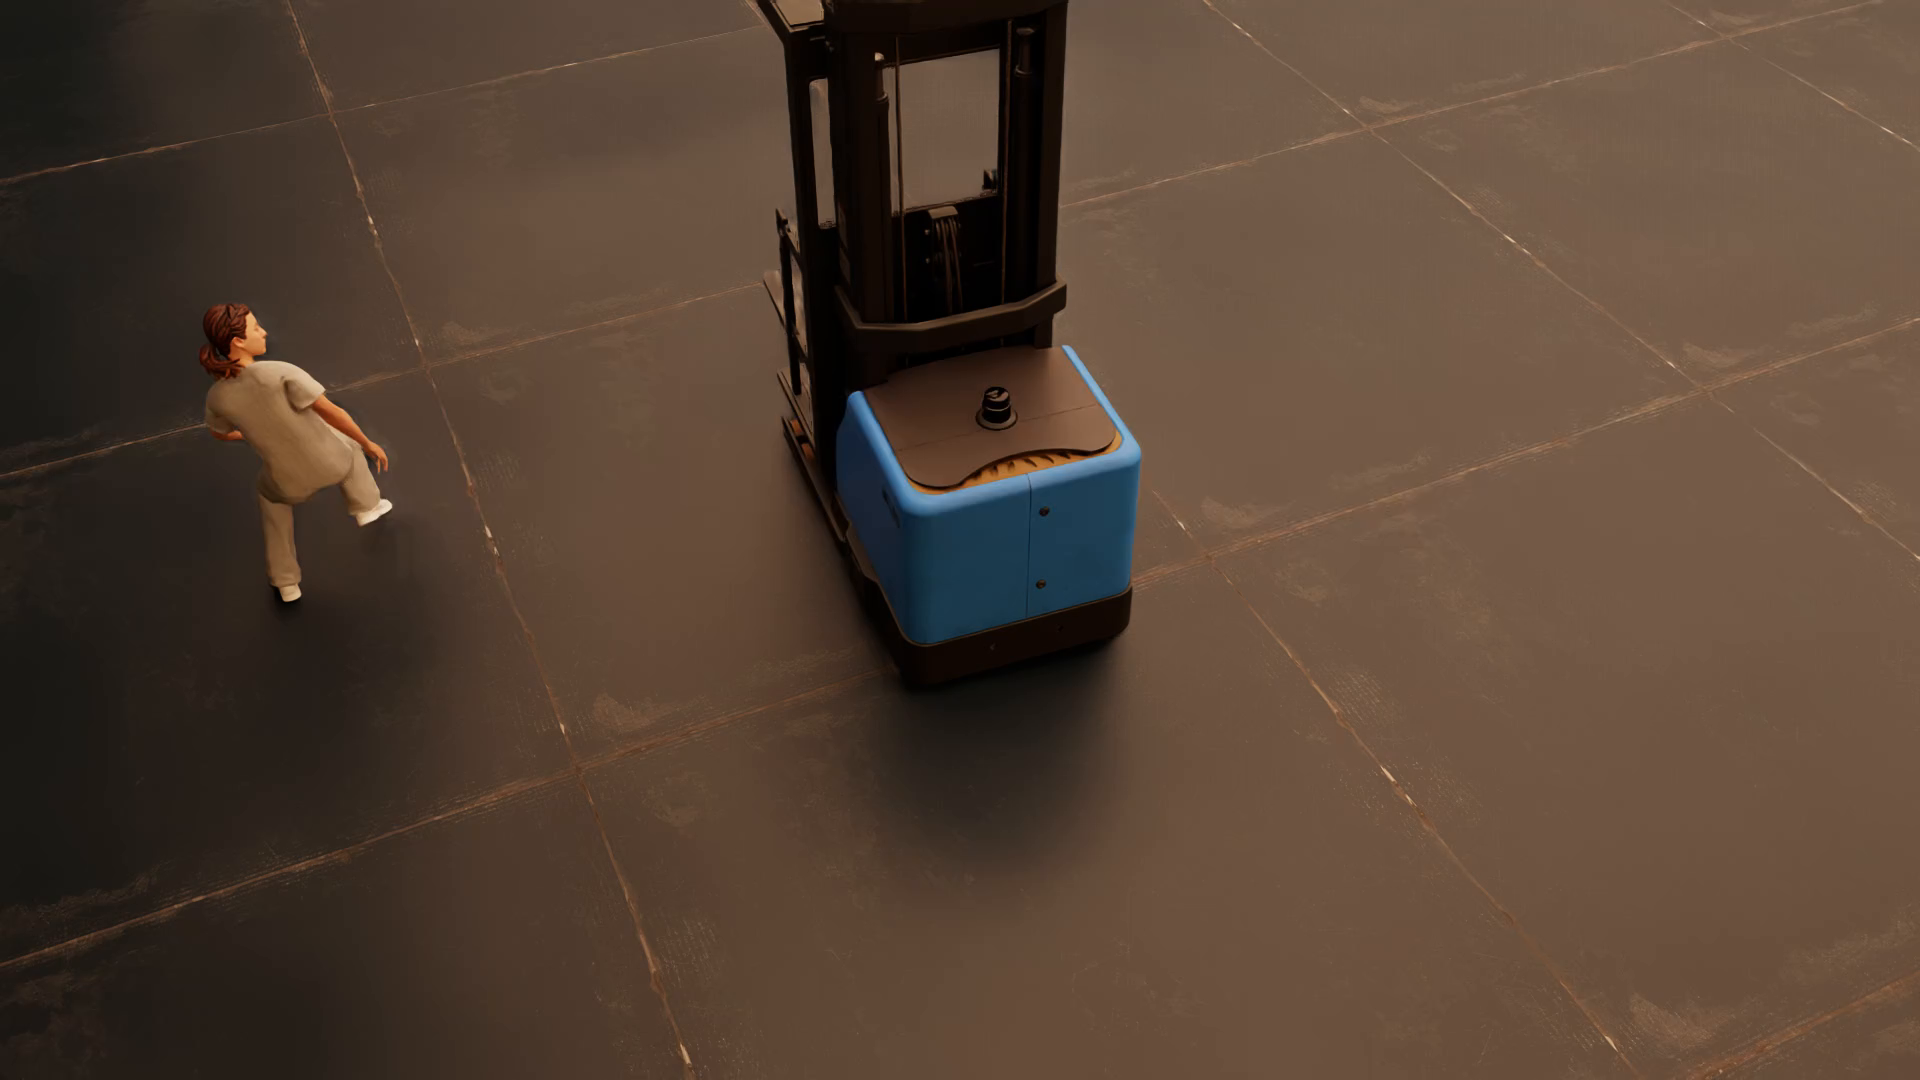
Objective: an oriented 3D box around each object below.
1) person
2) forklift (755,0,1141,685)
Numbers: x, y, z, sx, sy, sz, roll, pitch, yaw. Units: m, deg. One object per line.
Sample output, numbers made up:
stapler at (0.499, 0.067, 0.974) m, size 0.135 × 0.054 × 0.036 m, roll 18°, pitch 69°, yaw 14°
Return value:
person at (-2.877, -0.435, 7.268) m, size 0.687 × 1.445 × 0.616 m, roll -13°, pitch 45°, yaw -14°
forklift at (-0.237, -1.475, 7.261) m, size 1.130 × 2.935 × 3.031 m, roll -14°, pitch 45°, yaw -15°
